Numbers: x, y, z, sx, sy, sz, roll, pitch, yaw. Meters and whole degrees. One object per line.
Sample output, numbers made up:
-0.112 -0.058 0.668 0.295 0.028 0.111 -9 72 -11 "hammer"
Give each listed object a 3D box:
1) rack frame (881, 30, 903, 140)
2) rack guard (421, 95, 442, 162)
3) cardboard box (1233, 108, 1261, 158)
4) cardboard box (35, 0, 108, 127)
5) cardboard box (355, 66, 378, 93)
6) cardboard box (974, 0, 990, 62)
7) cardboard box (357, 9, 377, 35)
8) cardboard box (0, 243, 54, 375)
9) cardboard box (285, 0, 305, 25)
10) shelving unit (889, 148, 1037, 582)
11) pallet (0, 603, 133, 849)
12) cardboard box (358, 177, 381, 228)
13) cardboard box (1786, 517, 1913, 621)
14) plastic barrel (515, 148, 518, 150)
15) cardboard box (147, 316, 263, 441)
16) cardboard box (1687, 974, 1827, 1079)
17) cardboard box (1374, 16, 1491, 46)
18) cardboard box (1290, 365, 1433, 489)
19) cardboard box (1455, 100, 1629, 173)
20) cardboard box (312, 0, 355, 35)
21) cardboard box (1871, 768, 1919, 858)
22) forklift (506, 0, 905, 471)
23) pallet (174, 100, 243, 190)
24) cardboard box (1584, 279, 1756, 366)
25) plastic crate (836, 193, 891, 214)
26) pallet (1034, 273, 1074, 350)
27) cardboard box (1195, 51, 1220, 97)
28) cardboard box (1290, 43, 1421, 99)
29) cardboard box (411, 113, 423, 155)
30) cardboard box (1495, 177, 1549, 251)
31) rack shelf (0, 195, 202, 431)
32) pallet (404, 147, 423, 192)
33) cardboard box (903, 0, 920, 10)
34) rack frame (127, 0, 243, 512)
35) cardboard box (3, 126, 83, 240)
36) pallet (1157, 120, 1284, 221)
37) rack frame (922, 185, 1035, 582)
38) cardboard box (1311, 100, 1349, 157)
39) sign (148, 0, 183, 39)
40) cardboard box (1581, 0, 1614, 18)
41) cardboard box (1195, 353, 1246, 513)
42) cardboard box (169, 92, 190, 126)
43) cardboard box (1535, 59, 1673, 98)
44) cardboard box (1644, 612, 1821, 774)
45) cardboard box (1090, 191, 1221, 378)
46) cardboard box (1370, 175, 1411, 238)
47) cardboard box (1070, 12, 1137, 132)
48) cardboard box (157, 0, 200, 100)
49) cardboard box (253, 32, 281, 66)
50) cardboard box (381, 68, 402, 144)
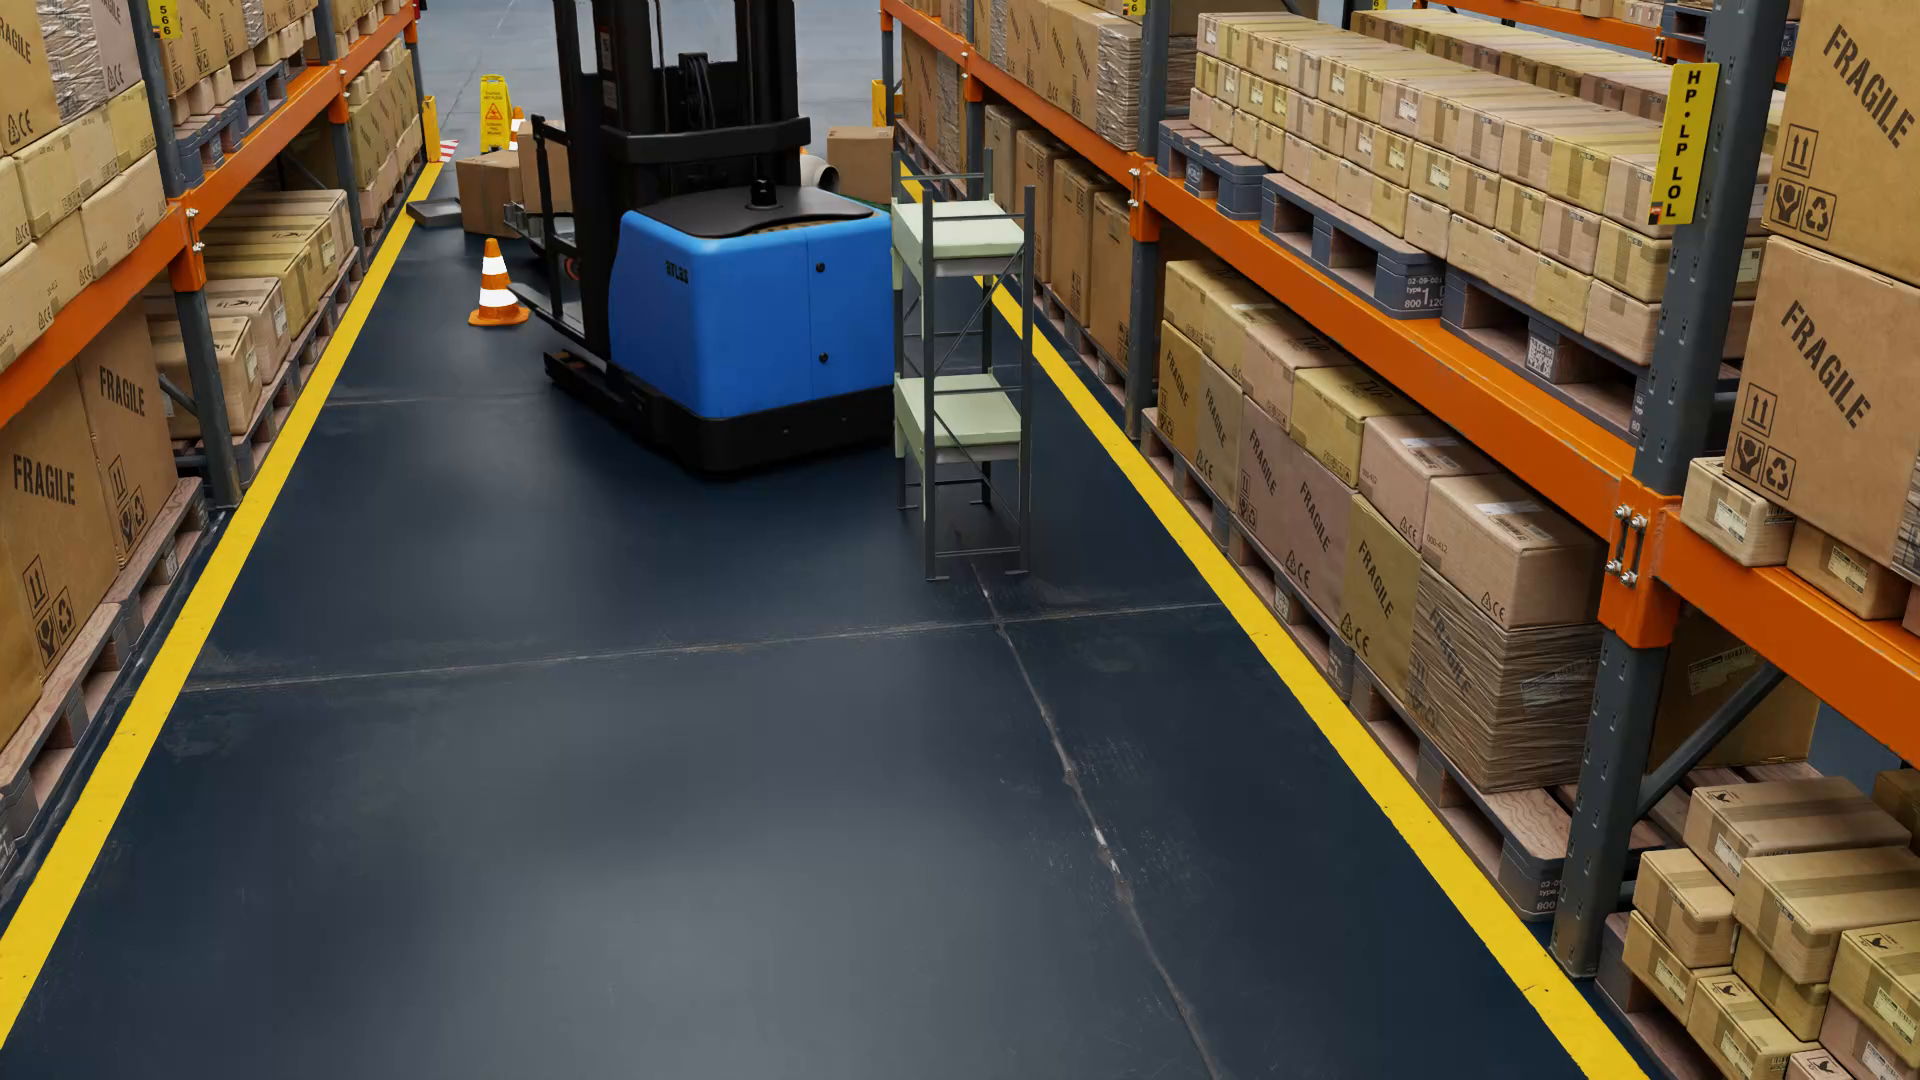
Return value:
-0.194 -5.040 14.543 1.000 3.000 0.127 -4 24 -10 "rack frame"
-5.026 -3.459 14.045 1.175 0.500 0.348 -4 24 -10 "rack guard"
1.269 -1.568 6.383 0.380 0.149 0.250 -3 24 -7 "cardboard box"
-3.105 -1.606 5.306 0.500 0.500 0.500 -4 24 -9 "cardboard box"
-4.205 -3.142 11.359 0.380 0.149 0.250 -3 24 -8 "cardboard box"
0.378 -3.286 10.401 0.500 0.500 0.500 -4 24 -9 "cardboard box"
-4.271 -3.597 11.553 0.380 0.149 0.250 -4 24 -9 "cardboard box"
-2.903 -0.642 4.659 0.500 0.250 0.500 -5 24 -11 "cardboard box"
-3.896 -3.076 9.024 0.500 0.500 0.500 -4 24 -9 "cardboard box"
-0.001 -0.690 6.456 0.431 1.500 0.755 -4 24 -10 "shelving unit"
-3.267 0.585 5.147 1.003 0.211 1.213 -4 24 -10 "pallet"
-4.144 -2.245 11.054 0.500 0.250 0.500 -5 24 -12 "cardboard box"
1.877 0.027 3.255 0.380 0.149 0.250 -4 24 -8 "cardboard box"
-3.170 -2.753 12.525 0.512 0.421 0.421 13 27 27 "plastic barrel"
-3.655 -0.699 7.361 0.950 0.372 0.625 -6 24 -13 "cardboard box"
1.826 1.065 3.600 0.380 0.149 0.250 -4 24 -8 "cardboard box"
1.871 -1.986 6.595 0.380 0.149 0.250 -5 24 -10 "cardboard box"
1.445 -0.395 5.569 0.500 0.250 0.500 -5 24 -12 "cardboard box"
1.614 -1.124 4.623 0.380 0.149 0.250 -4 24 -10 "cardboard box"
-4.108 -3.437 10.375 0.500 0.500 0.500 -4 24 -10 "cardboard box"
2.347 0.642 3.827 0.380 0.149 0.250 -4 24 -8 "cardboard box"
-1.490 -2.179 8.077 1.130 2.935 3.031 -15 28 -31 "forklift"
-3.797 -1.672 7.070 1.213 0.211 1.003 -4 24 -10 "pallet"
1.757 -0.539 4.026 0.380 0.149 0.250 -5 24 -11 "cardboard box"
-0.774 -2.176 11.426 0.450 0.188 0.662 17 27 13 "plastic crate"
0.991 -1.410 9.715 1.003 0.211 1.213 -4 24 -10 "pallet"
1.177 -1.902 6.776 0.380 0.149 0.250 -3 24 -7 "cardboard box"
1.374 -1.635 5.791 0.380 0.149 0.250 -3 24 -7 "cardboard box"
-4.622 -3.259 13.375 0.500 0.250 0.500 -4 24 -10 "cardboard box"
1.664 -0.877 4.428 0.380 0.149 0.250 -3 24 -7 "cardboard box"
-3.191 -0.371 4.751 1.077 0.370 4.000 -4 24 -10 "rack shelf"
-4.911 -3.004 13.365 1.003 0.211 1.213 -4 24 -10 "pallet"
0.022 -4.522 13.169 0.875 0.550 0.550 -4 24 -10 "cardboard box"
-3.561 -1.488 6.408 1.000 3.000 0.127 -4 24 -10 "rack frame"
-3.008 -1.075 5.026 0.500 0.250 0.500 -5 24 -11 "cardboard box"
1.522 -1.533 6.753 1.213 0.211 1.003 -4 24 -10 "pallet"
0.066 -0.546 6.126 0.400 1.500 0.023 -4 24 -10 "rack frame"
1.417 -1.396 5.616 0.380 0.149 0.250 -5 24 -10 "cardboard box"
-3.016 -2.061 6.274 0.100 0.325 0.005 -4 24 -10 "sign"
4.930 -4.034 12.552 0.380 0.149 0.250 -4 24 -10 "cardboard box"
1.262 -0.446 6.622 0.500 0.500 0.500 -4 24 -9 "cardboard box"
-3.457 -1.820 6.959 0.380 0.149 0.250 -6 24 -13 "cardboard box"
2.111 -1.474 5.422 0.380 0.149 0.250 -4 24 -8 "cardboard box"
2.149 0.322 4.862 0.500 0.500 0.500 -3 24 -8 "cardboard box"
1.261 -1.301 8.268 1.050 0.750 0.750 -5 24 -10 "cardboard box"
1.513 -1.051 5.199 0.380 0.149 0.250 -3 24 -7 "cardboard box"
0.847 -2.293 8.128 0.500 0.500 0.500 -4 24 -10 "cardboard box"
-3.416 -2.056 6.689 0.500 0.500 0.500 -5 24 -11 "cardboard box"
-3.759 -2.554 8.639 0.380 0.149 0.250 -4 24 -10 "cardboard box"
-4.449 -3.210 12.327 0.500 0.500 0.500 -5 24 -11 "cardboard box"
